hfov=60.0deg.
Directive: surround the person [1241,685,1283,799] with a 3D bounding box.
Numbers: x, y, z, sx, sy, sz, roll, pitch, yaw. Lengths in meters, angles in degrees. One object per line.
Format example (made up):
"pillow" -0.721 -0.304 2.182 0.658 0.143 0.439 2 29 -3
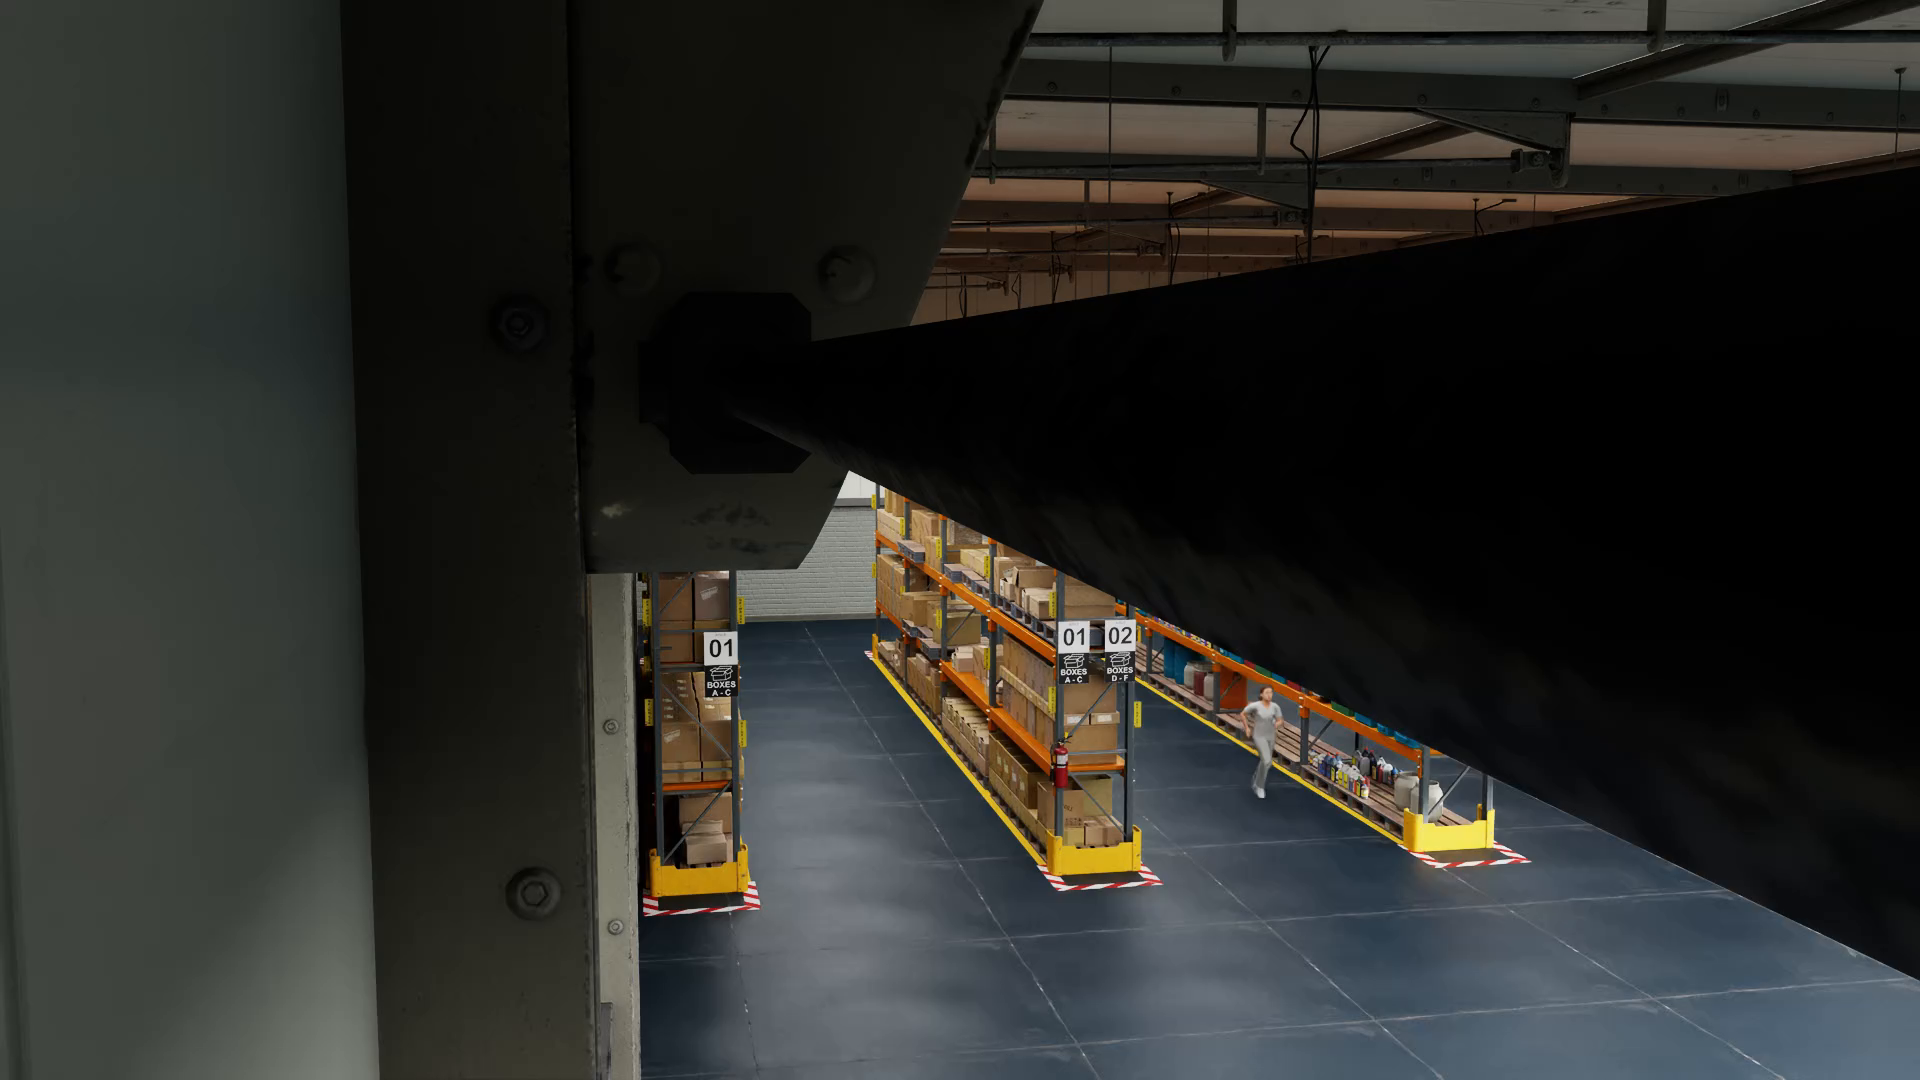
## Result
"person" 4.505 2.972 24.620 0.546 1.679 0.661 -2 6 -20
